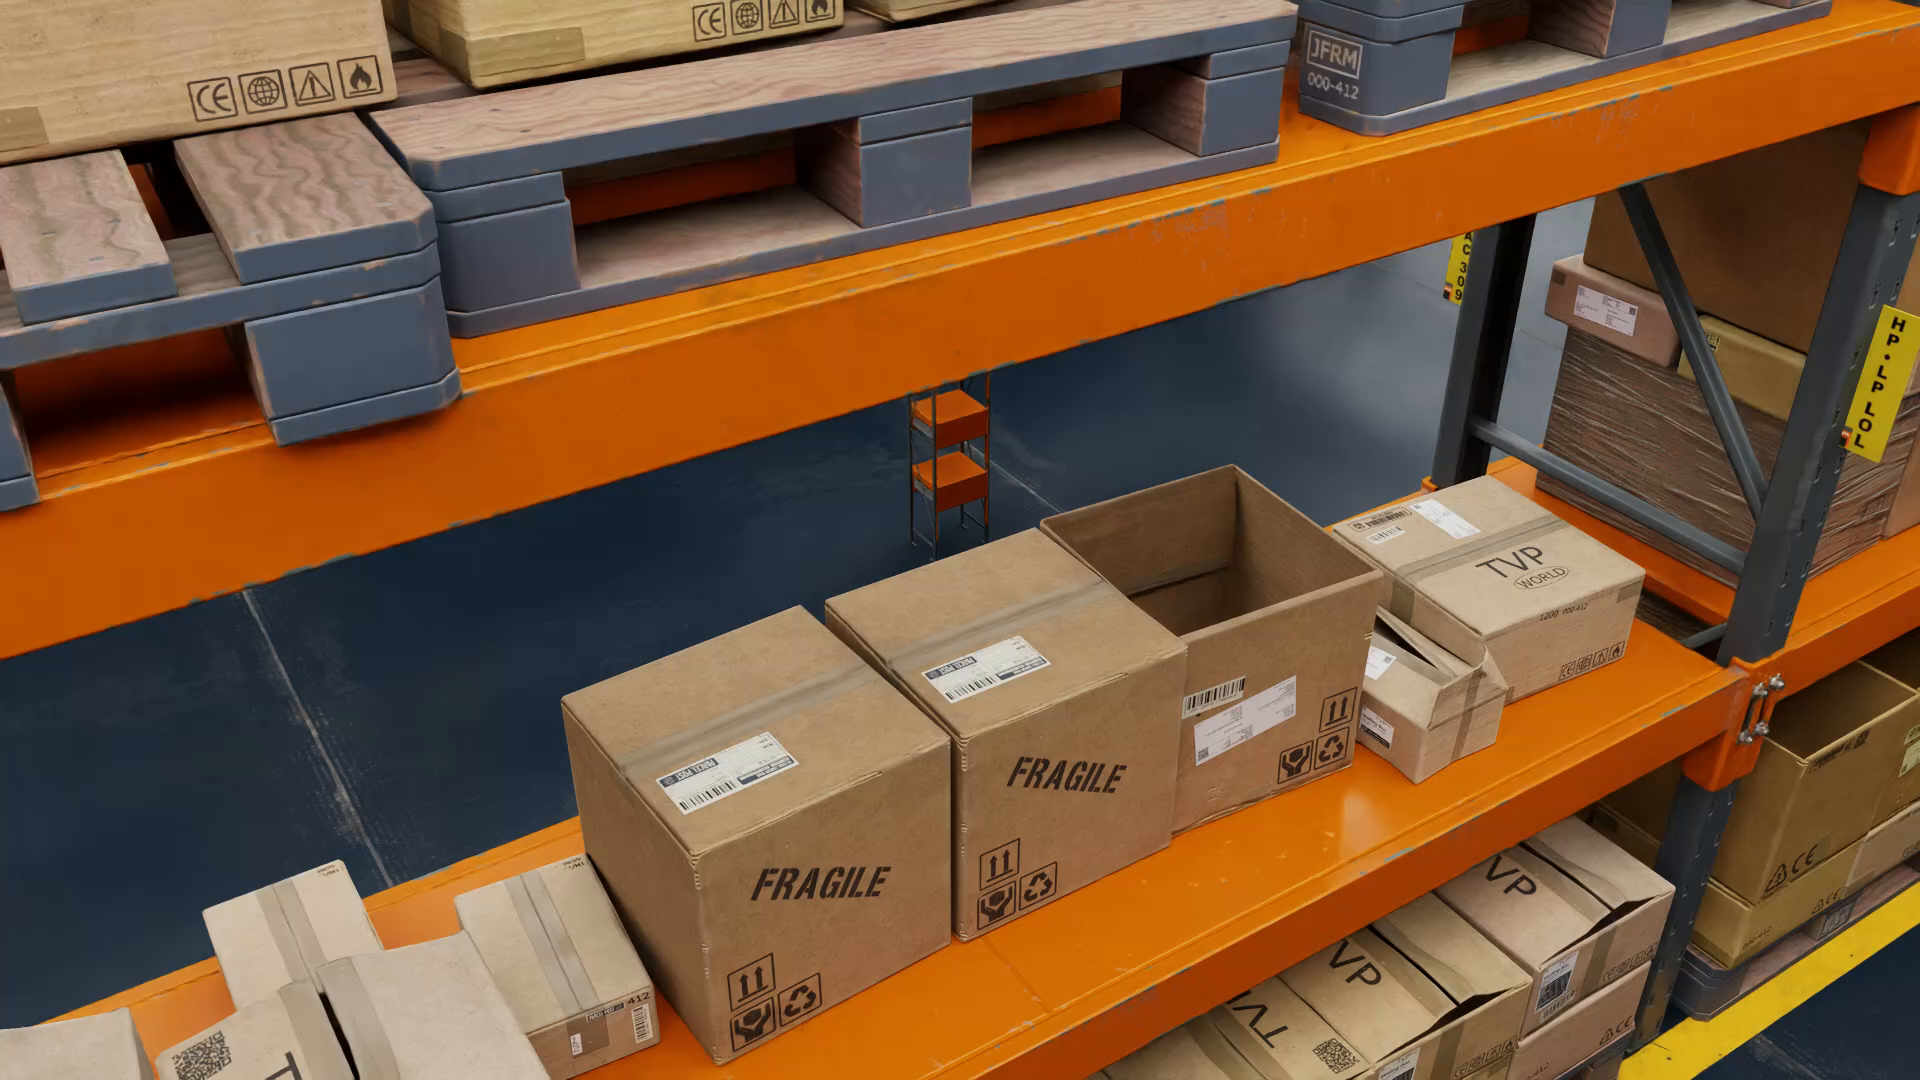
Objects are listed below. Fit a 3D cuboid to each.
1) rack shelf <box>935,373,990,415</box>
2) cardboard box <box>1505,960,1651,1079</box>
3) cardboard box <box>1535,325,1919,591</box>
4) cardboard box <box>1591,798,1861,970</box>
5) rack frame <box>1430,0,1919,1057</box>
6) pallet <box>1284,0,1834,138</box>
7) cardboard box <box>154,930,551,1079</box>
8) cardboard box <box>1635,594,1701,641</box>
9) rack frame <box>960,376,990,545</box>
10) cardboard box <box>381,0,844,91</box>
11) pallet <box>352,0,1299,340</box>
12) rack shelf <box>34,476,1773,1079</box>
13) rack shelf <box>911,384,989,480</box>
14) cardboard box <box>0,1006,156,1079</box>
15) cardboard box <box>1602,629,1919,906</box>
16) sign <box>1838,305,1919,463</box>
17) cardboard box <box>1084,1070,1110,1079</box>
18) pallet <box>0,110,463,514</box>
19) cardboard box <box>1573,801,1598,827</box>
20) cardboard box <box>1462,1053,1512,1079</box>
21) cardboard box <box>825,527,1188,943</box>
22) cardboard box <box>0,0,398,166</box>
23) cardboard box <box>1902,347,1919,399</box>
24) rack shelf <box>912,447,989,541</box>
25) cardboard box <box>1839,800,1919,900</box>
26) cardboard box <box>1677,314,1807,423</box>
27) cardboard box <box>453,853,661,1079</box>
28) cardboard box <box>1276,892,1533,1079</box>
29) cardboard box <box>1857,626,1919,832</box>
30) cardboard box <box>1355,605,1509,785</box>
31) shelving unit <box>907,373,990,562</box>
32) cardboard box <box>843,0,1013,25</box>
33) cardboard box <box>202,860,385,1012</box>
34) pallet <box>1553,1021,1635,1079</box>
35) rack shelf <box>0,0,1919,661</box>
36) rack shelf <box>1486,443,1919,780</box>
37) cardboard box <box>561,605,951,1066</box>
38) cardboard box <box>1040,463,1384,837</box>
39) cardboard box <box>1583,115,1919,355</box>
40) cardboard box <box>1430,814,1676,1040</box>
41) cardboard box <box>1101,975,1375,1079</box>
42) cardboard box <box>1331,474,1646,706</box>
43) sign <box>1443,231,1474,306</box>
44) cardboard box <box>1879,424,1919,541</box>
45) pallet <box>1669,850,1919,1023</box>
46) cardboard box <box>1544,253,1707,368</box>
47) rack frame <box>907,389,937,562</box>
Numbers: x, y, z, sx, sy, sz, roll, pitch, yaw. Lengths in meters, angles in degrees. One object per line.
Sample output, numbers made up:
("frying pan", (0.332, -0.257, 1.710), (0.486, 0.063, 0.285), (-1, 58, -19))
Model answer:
("rack shelf", (-0.045, -0.660, 6.300), (0.240, 0.259, 0.215), (-19, 37, -27))
("cardboard box", (1.408, 1.130, 4.331), (0.500, 0.250, 0.500), (-19, 37, -28))
("cardboard box", (1.969, -0.279, 4.287), (0.500, 0.500, 0.700), (-20, 37, -28))
("cardboard box", (2.153, 0.882, 4.724), (0.500, 0.250, 0.500), (-19, 37, -27))
("rack frame", (1.599, -0.105, 4.106), (0.127, 3.000, 1.000), (-19, 37, -27))
("pallet", (0.865, -1.032, 2.943), (1.217, 0.209, 0.805), (-21, 38, -29))
("cardboard box", (-0.906, 0.917, 2.568), (0.500, 0.311, 0.500), (-19, 37, -28))
("cardboard box", (2.297, 0.191, 5.116), (0.500, 0.500, 0.500), (-19, 37, -27))
("rack frame", (0.058, -0.464, 6.501), (0.008, 1.050, 0.200), (-19, 37, -27))
("cardboard box", (-0.494, -0.808, 2.155), (0.500, 0.250, 0.500), (-20, 37, -28))
("pallet", (-0.302, -0.699, 2.412), (1.213, 0.211, 1.003), (-17, 36, -25))
("rack shelf", (-0.082, 0.777, 3.381), (4.000, 0.370, 1.077), (-19, 37, -27))
("rack shelf", (-0.045, -0.420, 6.451), (0.240, 0.259, 0.215), (-19, 37, -27))
("cardboard box", (-1.433, 1.003, 2.432), (0.500, 0.311, 0.500), (-17, 36, -24))
("cardboard box", (2.159, 0.569, 4.517), (0.500, 0.500, 0.500), (-19, 37, -27))
("sign", (1.902, -0.321, 3.436), (0.005, 0.325, 0.100), (-19, 37, -27))
("cardboard box", (0.135, 1.328, 3.491), (0.500, 0.311, 0.500), (-19, 37, -28))
("pallet", (-1.241, -0.374, 1.897), (1.003, 0.211, 1.213), (-17, 36, -25))
("cardboard box", (1.871, 0.648, 5.095), (0.500, 0.250, 0.500), (-19, 37, -27))
("cardboard box", (0.982, 1.275, 4.100), (0.500, 0.250, 0.500), (-20, 37, -28))
("cardboard box", (0.081, 0.364, 3.268), (0.500, 0.500, 0.500), (-19, 37, -27))
("cardboard box", (-0.981, -0.648, 1.901), (0.500, 0.250, 0.500), (-18, 36, -26))
("cardboard box", (2.141, -0.485, 4.006), (0.250, 0.149, 0.380), (-18, 37, -27))
("rack shelf", (-0.045, -0.185, 6.599), (0.240, 0.259, 0.215), (-19, 37, -27))
("cardboard box", (2.576, 0.740, 4.950), (0.500, 0.250, 0.500), (-19, 37, -27))
("cardboard box", (1.930, -0.413, 3.891), (0.250, 0.149, 0.380), (-19, 37, -27))
("cardboard box", (-0.721, 0.763, 2.964), (0.250, 0.149, 0.380), (-16, 36, -24))
("cardboard box", (0.980, 1.042, 3.945), (0.500, 0.311, 0.500), (-18, 36, -26))
("cardboard box", (2.575, 0.421, 4.752), (0.500, 0.500, 0.500), (-19, 37, -27))
("cardboard box", (0.960, 0.288, 3.608), (0.258, 0.266, 0.396), (-20, 37, -28))
("shelving unit", (-0.045, -0.429, 6.445), (0.252, 1.050, 0.215), (-19, 37, -27))
("cardboard box", (-0.041, -0.963, 2.401), (0.500, 0.250, 0.500), (-22, 39, -31))
("cardboard box", (-1.156, 0.773, 2.948), (0.250, 0.149, 0.380), (-19, 37, -27))
("pallet", (1.001, 1.304, 4.484), (1.213, 0.211, 1.003), (-19, 37, -27))
("rack shelf", (-0.082, -0.492, 2.581), (4.000, 0.370, 1.077), (-19, 37, -27))
("rack shelf", (3.280, -0.379, 5.214), (4.000, 0.370, 1.077), (-19, 37, -27))
("cardboard box", (-0.361, 0.516, 3.026), (0.500, 0.500, 0.500), (-21, 38, -30))
("cardboard box", (0.502, 0.219, 3.497), (0.500, 0.500, 0.500), (-16, 36, -24))
("cardboard box", (1.969, -0.827, 3.941), (0.500, 0.500, 0.700), (-19, 37, -27))
("cardboard box", (1.414, 0.888, 4.188), (0.500, 0.311, 0.500), (-19, 37, -27))
("cardboard box", (0.560, 1.185, 3.718), (0.500, 0.311, 0.500), (-19, 37, -27))
("cardboard box", (1.209, 0.120, 3.889), (0.500, 0.250, 0.500), (-17, 36, -24))
("sign", (1.297, -0.753, 4.247), (0.005, 0.325, 0.100), (-19, 37, -27))
("cardboard box", (2.409, -0.434, 4.533), (0.500, 0.500, 0.700), (-19, 37, -28))
("pallet", (2.290, 0.863, 5.184), (1.213, 0.211, 1.003), (-19, 37, -27))
("cardboard box", (1.712, -0.597, 4.183), (0.250, 0.149, 0.380), (-19, 37, -27))
("rack frame", (-0.148, -0.393, 6.390), (0.008, 1.050, 0.200), (-19, 37, -27))
